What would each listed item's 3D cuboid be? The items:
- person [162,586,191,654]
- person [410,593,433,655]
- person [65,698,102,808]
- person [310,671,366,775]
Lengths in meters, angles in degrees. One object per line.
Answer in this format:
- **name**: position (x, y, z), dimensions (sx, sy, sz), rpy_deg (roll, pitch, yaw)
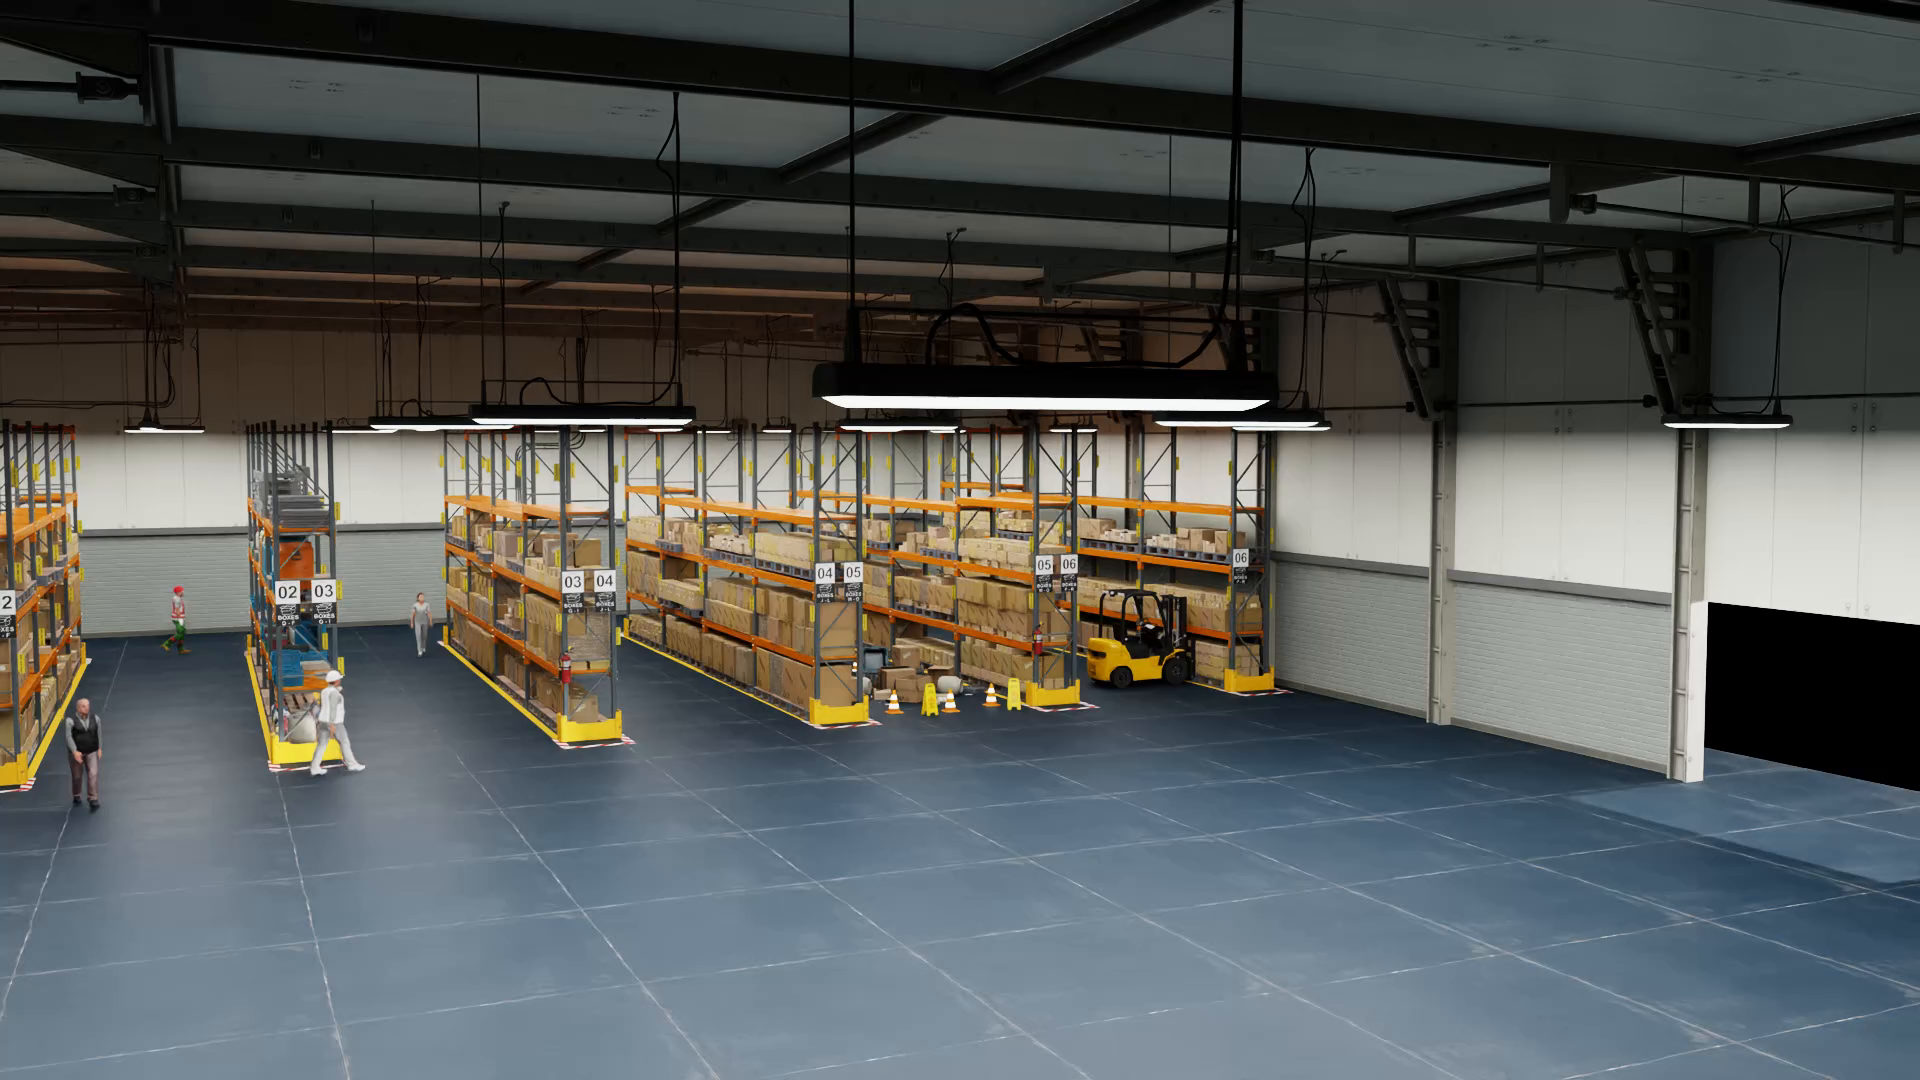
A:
- **person**: position (-20.524, 2.103, 43.479), dimensions (0.759, 1.787, 0.570), rpy_deg (-3, 5, -40)
- **person**: position (-14.078, 2.183, 43.475), dimensions (0.539, 1.604, 1.064), rpy_deg (-1, 4, -22)
- **person**: position (-13.469, 3.271, 25.611), dimensions (0.537, 1.658, 1.015), rpy_deg (-3, 5, -40)
- **person**: position (-10.626, 3.072, 28.212), dimensions (0.556, 1.721, 0.942), rpy_deg (3, 4, 35)
